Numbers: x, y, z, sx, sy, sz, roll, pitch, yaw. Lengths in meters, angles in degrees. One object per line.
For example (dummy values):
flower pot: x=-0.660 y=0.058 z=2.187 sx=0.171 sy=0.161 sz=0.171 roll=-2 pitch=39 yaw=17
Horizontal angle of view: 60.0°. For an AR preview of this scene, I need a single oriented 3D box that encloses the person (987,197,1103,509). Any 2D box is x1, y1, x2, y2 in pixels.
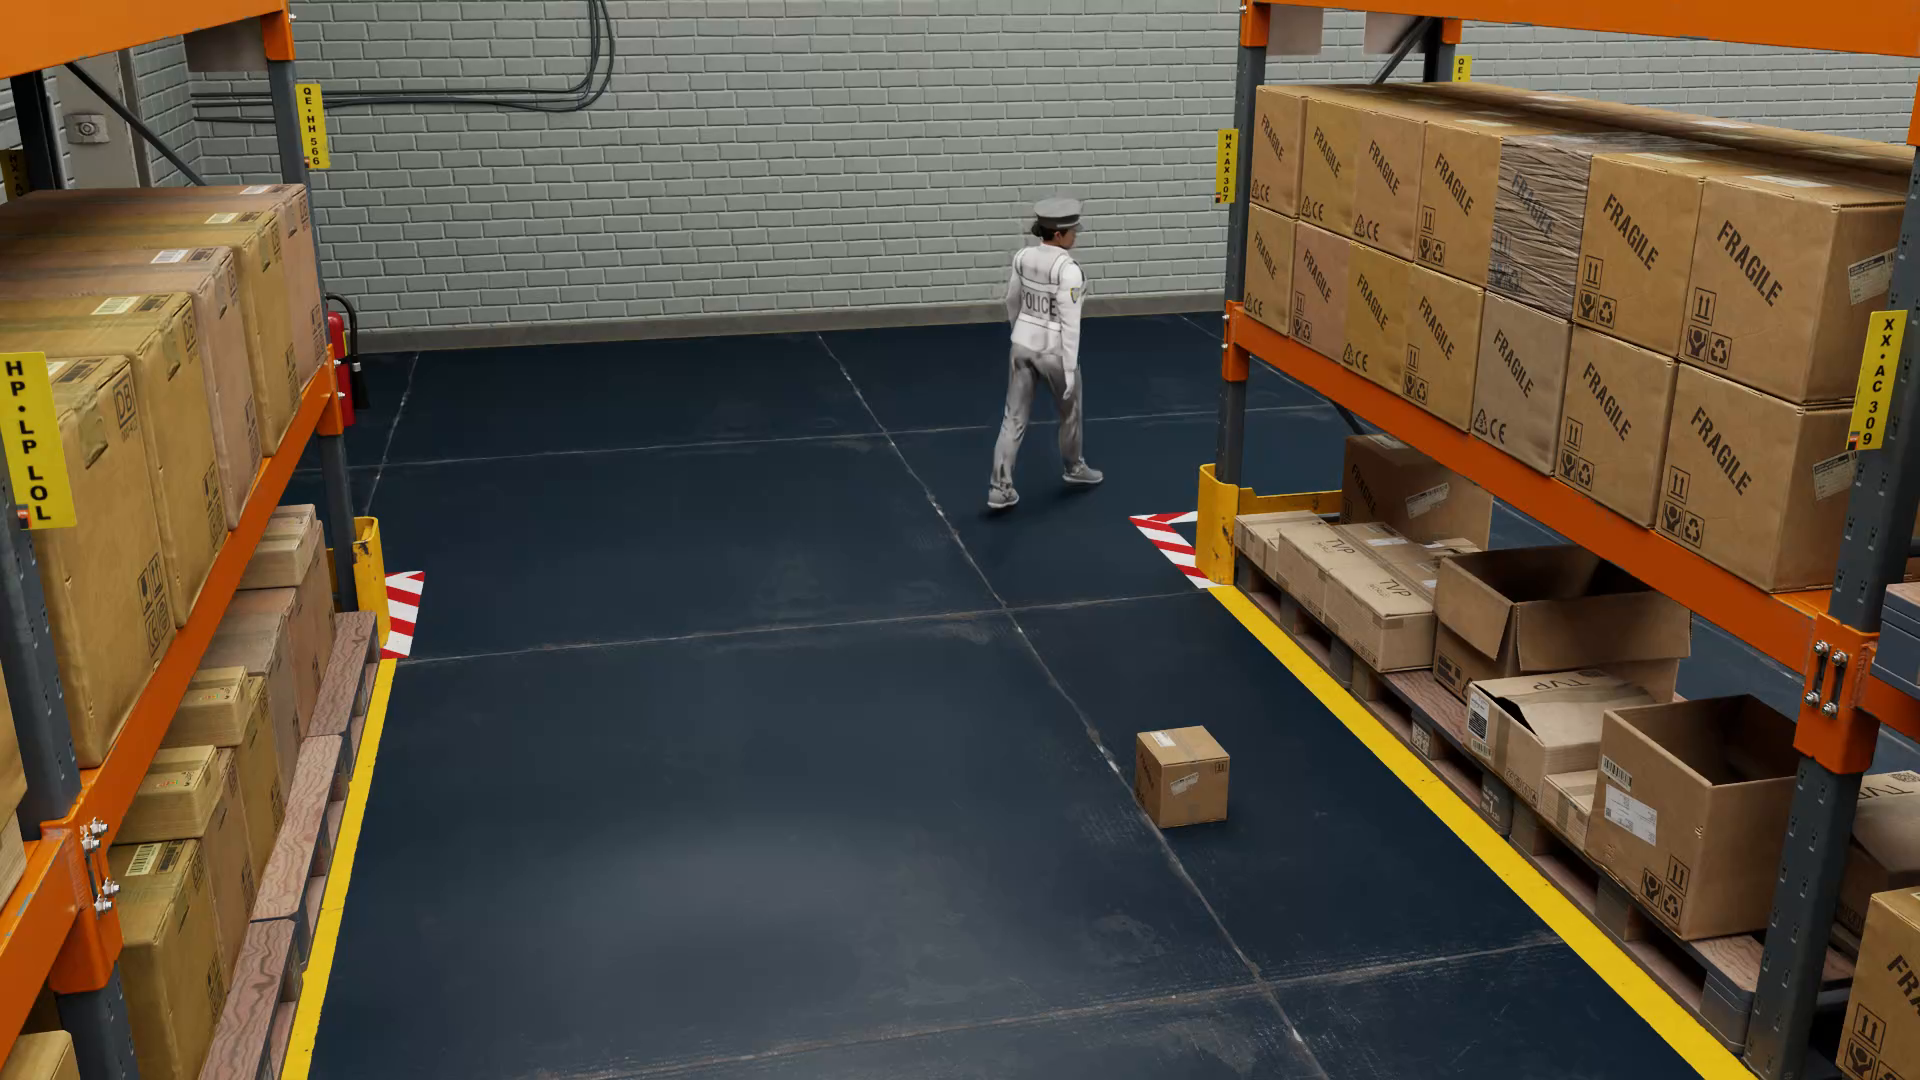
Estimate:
person: x=0.473 y=-1.008 z=8.844 sx=0.595 sy=1.624 sz=0.902 roll=14 pitch=24 yaw=35
